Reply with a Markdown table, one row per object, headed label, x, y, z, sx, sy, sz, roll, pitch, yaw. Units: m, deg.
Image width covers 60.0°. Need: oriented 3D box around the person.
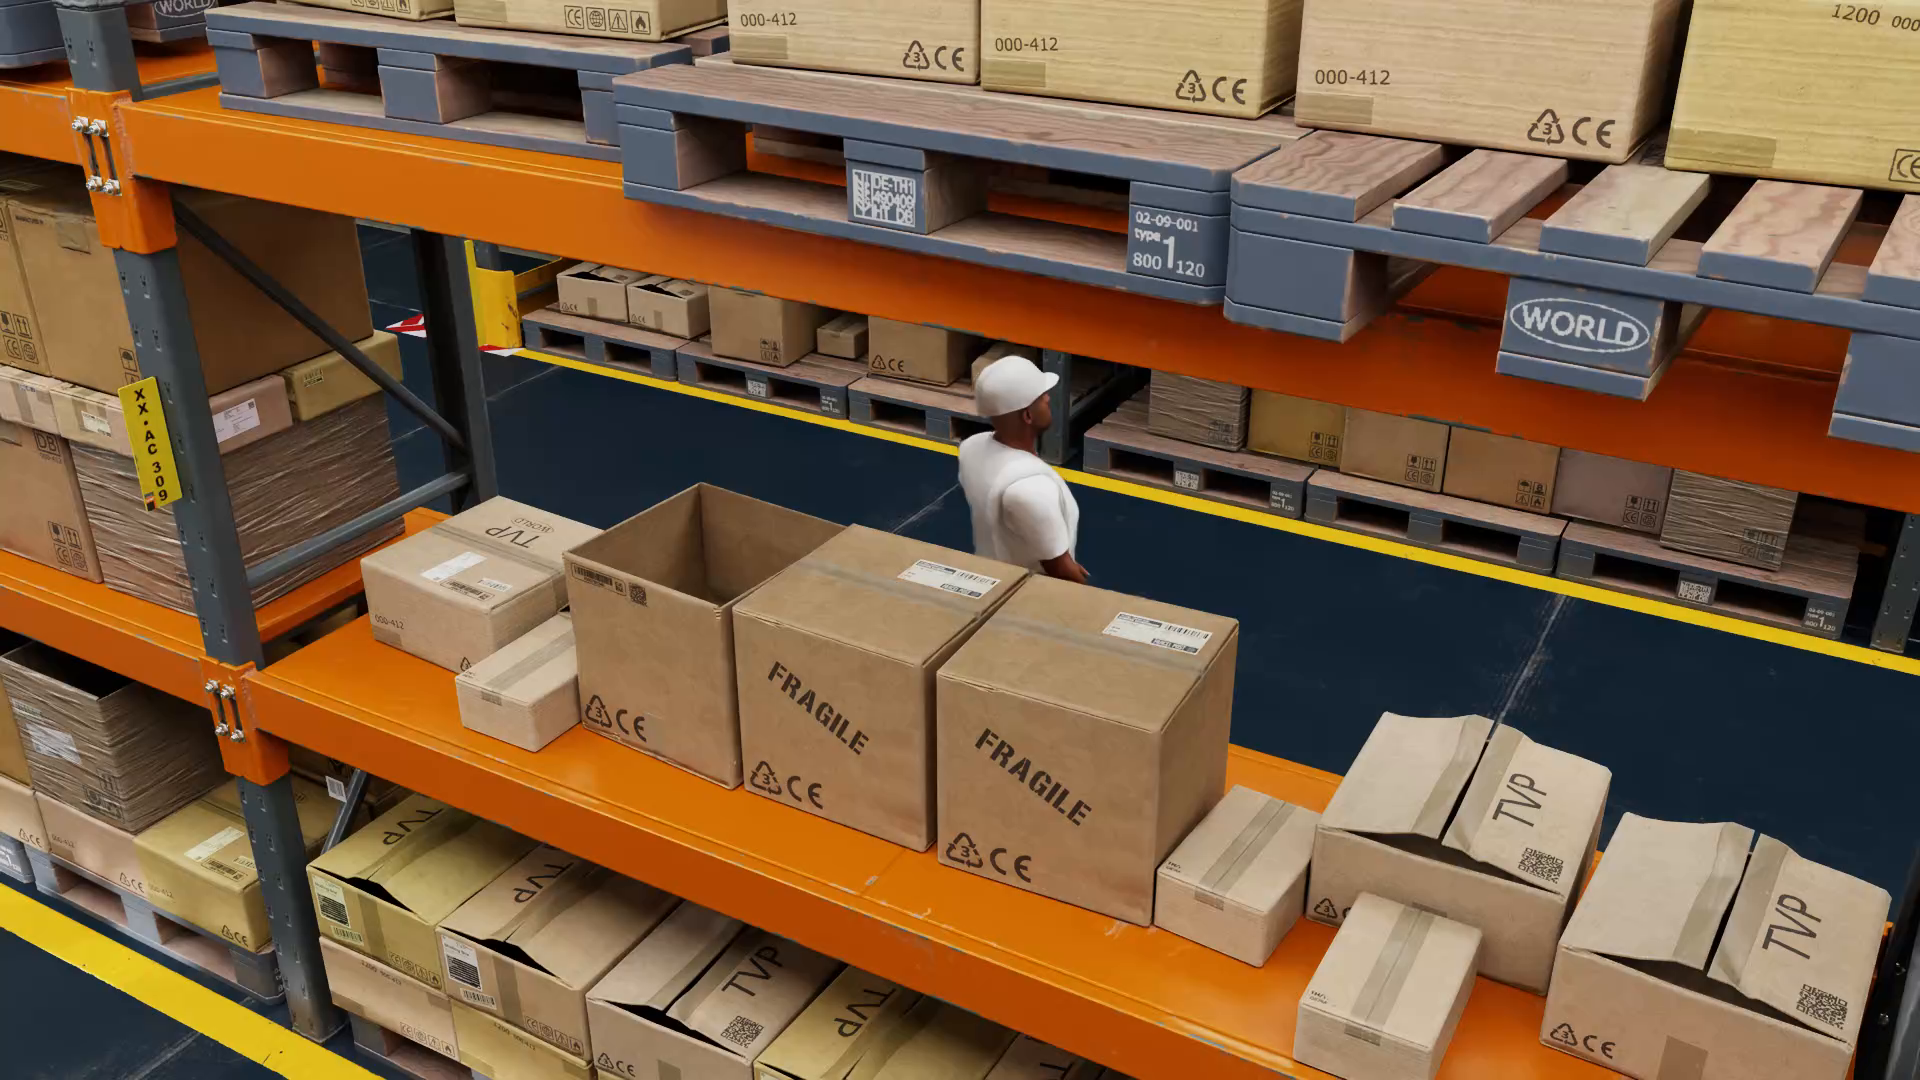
| label | x | y | z | sx | sy | sz | roll | pitch | yaw |
| --- | --- | --- | --- | --- | --- | --- | --- | --- | --- |
| person | 0.284 | 0.188 | 5.649 | 0.582 | 1.771 | 0.476 | 9 | 28 | 17 |
